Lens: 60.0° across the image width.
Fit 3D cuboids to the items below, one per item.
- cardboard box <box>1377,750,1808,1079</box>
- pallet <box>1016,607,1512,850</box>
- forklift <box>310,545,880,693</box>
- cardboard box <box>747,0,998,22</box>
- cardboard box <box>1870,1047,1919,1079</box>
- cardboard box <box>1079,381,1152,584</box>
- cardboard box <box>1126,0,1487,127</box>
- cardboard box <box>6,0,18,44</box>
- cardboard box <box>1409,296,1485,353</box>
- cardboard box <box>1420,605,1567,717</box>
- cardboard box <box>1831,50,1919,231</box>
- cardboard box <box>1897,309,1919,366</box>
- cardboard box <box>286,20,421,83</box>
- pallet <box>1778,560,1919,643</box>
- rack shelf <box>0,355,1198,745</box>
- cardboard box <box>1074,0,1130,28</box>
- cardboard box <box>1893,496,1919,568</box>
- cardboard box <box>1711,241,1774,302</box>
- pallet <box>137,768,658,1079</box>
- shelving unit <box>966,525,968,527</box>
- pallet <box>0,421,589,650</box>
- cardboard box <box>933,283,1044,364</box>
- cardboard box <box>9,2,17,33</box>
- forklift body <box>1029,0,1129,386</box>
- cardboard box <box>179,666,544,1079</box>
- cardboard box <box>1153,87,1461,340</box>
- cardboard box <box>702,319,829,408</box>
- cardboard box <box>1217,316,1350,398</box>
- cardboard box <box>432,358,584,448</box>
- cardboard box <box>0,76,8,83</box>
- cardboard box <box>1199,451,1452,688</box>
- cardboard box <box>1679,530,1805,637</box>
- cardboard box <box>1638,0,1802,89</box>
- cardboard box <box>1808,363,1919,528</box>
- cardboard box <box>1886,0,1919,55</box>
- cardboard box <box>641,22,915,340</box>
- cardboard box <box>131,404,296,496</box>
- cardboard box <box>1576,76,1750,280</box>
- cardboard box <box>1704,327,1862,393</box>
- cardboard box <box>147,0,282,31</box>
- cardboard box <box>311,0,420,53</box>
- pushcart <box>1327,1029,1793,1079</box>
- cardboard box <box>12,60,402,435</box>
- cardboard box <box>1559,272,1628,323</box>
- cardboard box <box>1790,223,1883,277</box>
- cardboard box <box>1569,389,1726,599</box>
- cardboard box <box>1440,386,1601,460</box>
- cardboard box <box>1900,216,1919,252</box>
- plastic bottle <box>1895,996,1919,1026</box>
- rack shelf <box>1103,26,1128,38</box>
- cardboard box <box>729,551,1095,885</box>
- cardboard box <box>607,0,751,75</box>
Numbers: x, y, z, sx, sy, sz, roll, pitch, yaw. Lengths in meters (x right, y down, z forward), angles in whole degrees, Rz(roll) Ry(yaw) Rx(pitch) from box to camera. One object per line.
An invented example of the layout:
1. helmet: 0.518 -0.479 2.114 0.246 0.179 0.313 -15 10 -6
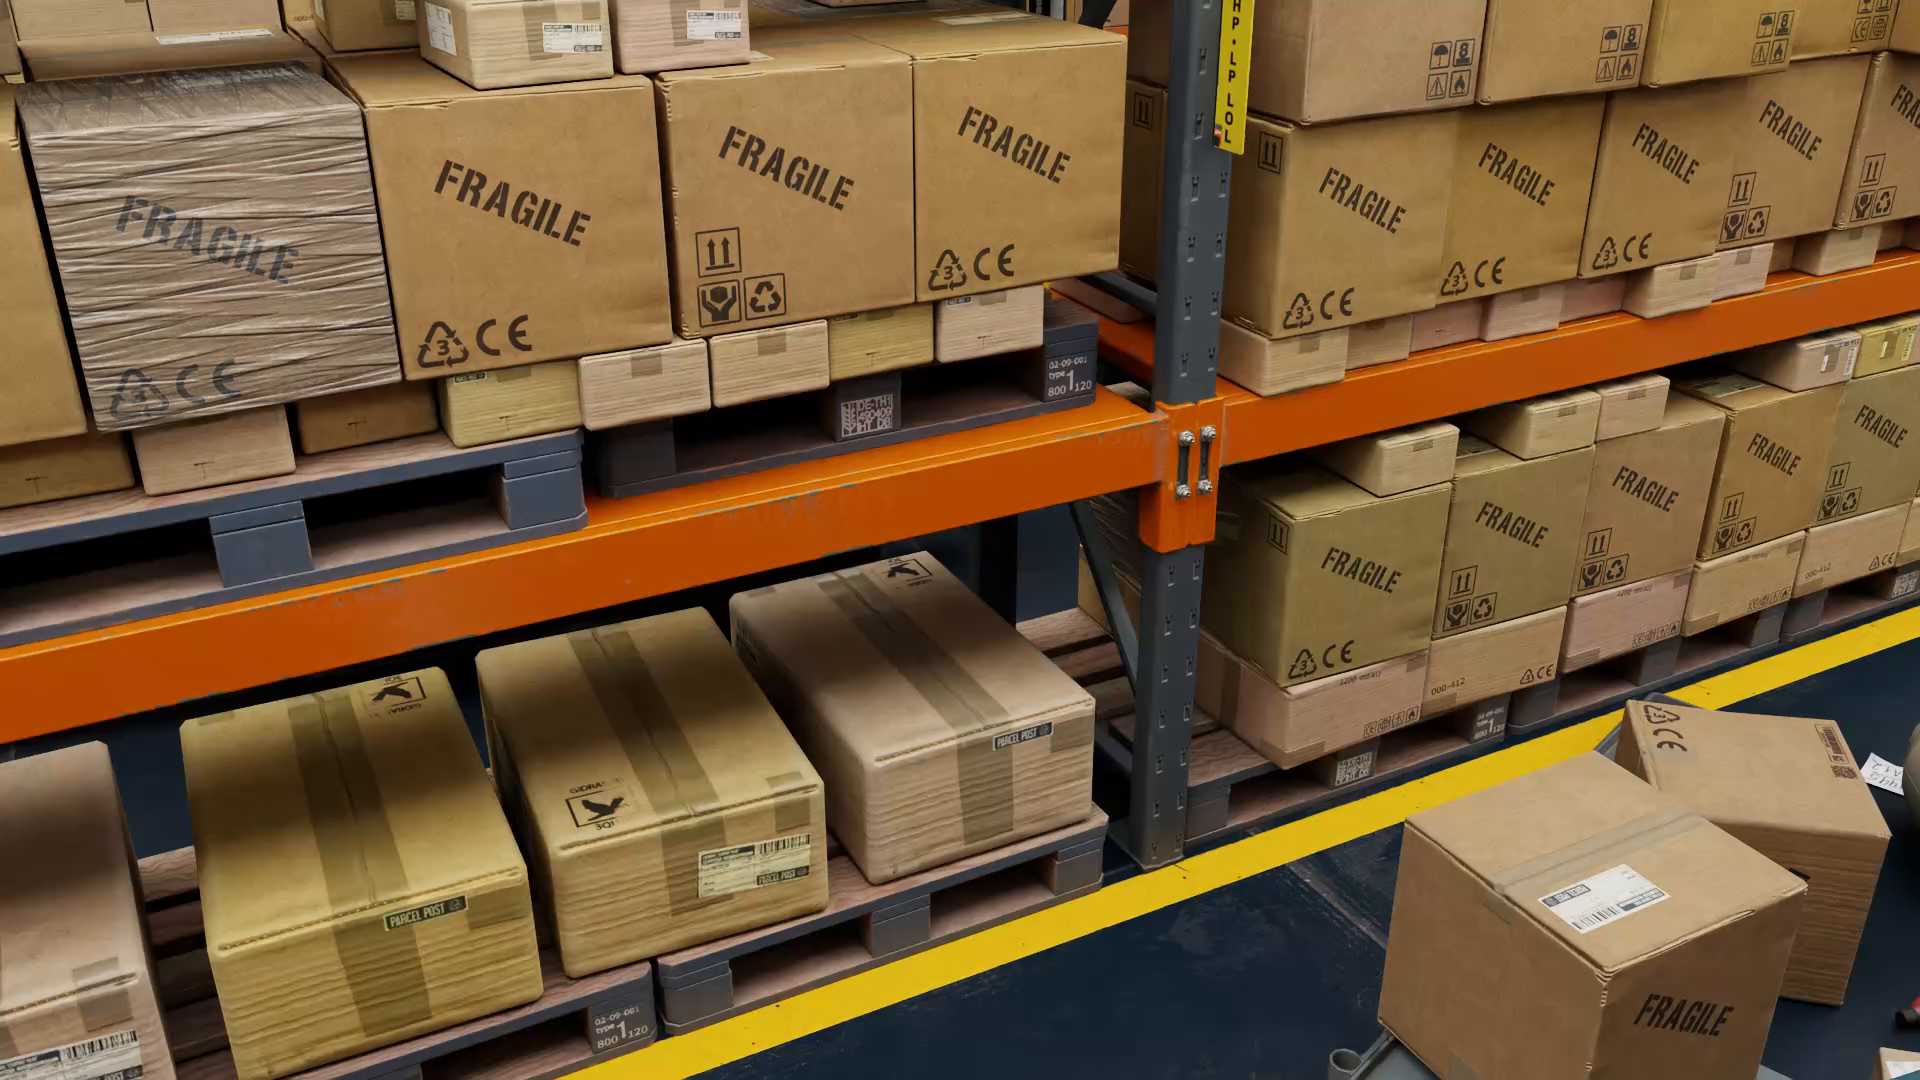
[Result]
1. cardboard box: 1.174 0.789 3.154 0.500 0.500 0.500 -13 29 -25
2. pallet: 0.886 0.437 5.096 1.213 0.211 1.003 -13 29 -25
3. forklift: -1.844 -1.044 5.039 3.031 2.935 1.130 -10 27 -20
4. cardboard box: -0.239 -1.052 4.032 0.500 0.500 0.500 -12 28 -24
5. cardboard box: 2.039 1.216 3.410 0.258 0.266 0.396 10 27 20
6. cardboard box: 0.706 -0.181 4.986 0.500 0.500 0.500 -13 29 -26
7. cardboard box: 0.800 -1.307 3.891 0.500 0.500 0.700 -13 29 -26
8. cardboard box: -4.139 -2.106 6.767 0.500 0.250 0.500 -14 29 -26
9. cardboard box: 1.157 -0.635 4.398 0.250 0.149 0.380 -13 29 -25
10. cardboard box: 1.423 0.250 4.955 0.500 0.250 0.500 -11 28 -22
11. cardboard box: 2.603 -1.247 4.923 0.500 0.500 0.500 -13 29 -25
12. cardboard box: 2.963 -0.702 5.322 0.250 0.149 0.380 -12 28 -24
13. cardboard box: -1.123 -0.855 3.620 0.500 0.500 0.500 -13 29 -25
14. pallet: 3.039 -0.060 6.131 1.213 0.211 1.003 -13 29 -25
15. rack shelf: -1.455 0.062 3.487 4.000 0.370 1.077 -13 29 -25
16. cardboard box: 0.728 -3.122 9.171 0.500 0.500 0.500 -12 28 -23
17. cardboard box: 3.232 -0.162 5.814 0.500 0.250 0.500 -13 29 -25
18. cardboard box: 2.081 -0.817 4.777 0.250 0.149 0.380 -13 29 -25
19. pallet: -1.454 0.996 3.931 1.213 0.211 1.003 -13 29 -25
20. shelving unit: -0.139 -0.508 5.921 0.503 1.200 0.258 -13 28 -25
21. pallet: -1.492 -0.188 3.397 1.213 0.211 1.003 -13 29 -25
22. cardboard box: -0.014 -0.536 3.705 0.250 0.149 0.380 -13 28 -24
23. cardboard box: -3.952 -2.411 7.401 0.500 0.250 0.500 -14 29 -26
24. forklift body: 0.686 -1.914 7.751 1.214 2.155 2.313 -13 29 -25
25. cardboard box: -1.397 0.723 3.829 0.625 0.372 0.950 -12 28 -23
26. cardboard box: 0.829 -0.832 4.059 0.500 0.500 0.500 -13 29 -25
27. cardboard box: -0.466 -0.423 3.470 0.250 0.149 0.380 -14 29 -26
28. cardboard box: 0.739 -0.498 4.113 0.250 0.149 0.380 -13 29 -25
29. cardboard box: -0.921 -0.333 3.284 0.250 0.149 0.380 -13 29 -25
30. cardboard box: -2.053 -0.635 3.163 0.500 0.500 0.500 -15 30 -29
31. cardboard box: 0.958 0.025 4.557 0.500 0.500 0.500 -12 28 -23
32. cardboard box: 2.333 0.044 5.384 0.500 0.250 0.500 -14 29 -27
33. cardboard box: 1.717 -1.494 4.282 0.500 0.500 0.700 -14 29 -26
34. cardboard box: 2.796 -0.402 5.447 0.500 0.500 0.500 -12 28 -23
35. cardboard box: 2.640 -1.684 4.677 0.500 0.500 0.700 -13 29 -26
36. cardboard box: -0.427 -0.755 3.413 0.500 0.500 0.500 -13 28 -25
37. cardboard box: -1.396 -0.237 3.083 0.250 0.149 0.380 -12 28 -23
38. cardboard box: 1.710 -1.041 4.493 0.500 0.500 0.500 -13 29 -26
39. cardboard box: 2.506 -0.599 5.107 0.250 0.149 0.380 -12 28 -23
40. cardboard box: -3.246 -2.316 7.203 0.500 0.250 0.500 -12 28 -24
41. cardboard box: -1.182 -1.110 3.401 0.250 0.149 0.380 -11 28 -22
42. pushcart: 1.427 1.373 2.955 1.648 0.377 0.936 21 33 37
43. cardboard box: -1.347 -0.545 2.976 0.500 0.500 0.500 -14 29 -27
44. cardboard box: 1.612 -0.739 4.613 0.250 0.149 0.380 -13 29 -25
45. cardboard box: 2.514 -0.926 5.004 0.250 0.149 0.380 -13 29 -26
46. cardboard box: 1.883 -0.193 5.012 0.500 0.500 0.500 -11 28 -22
47. cardboard box: 1.549 -0.375 4.641 0.250 0.149 0.380 -12 28 -23
48. cardboard box: 2.990 -1.012 5.181 0.250 0.149 0.380 -12 28 -24
49. plastic bottle: 2.331 1.108 3.871 0.283 0.061 0.133 -8 27 -16
50. rack shelf: -0.264 -2.648 9.131 4.000 0.370 1.077 -13 29 -25
51. cardboard box: -0.152 0.433 4.433 0.625 0.372 0.950 -13 28 -24
52. cardboard box: -0.593 -1.005 3.184 0.250 0.149 0.380 -14 29 -27
